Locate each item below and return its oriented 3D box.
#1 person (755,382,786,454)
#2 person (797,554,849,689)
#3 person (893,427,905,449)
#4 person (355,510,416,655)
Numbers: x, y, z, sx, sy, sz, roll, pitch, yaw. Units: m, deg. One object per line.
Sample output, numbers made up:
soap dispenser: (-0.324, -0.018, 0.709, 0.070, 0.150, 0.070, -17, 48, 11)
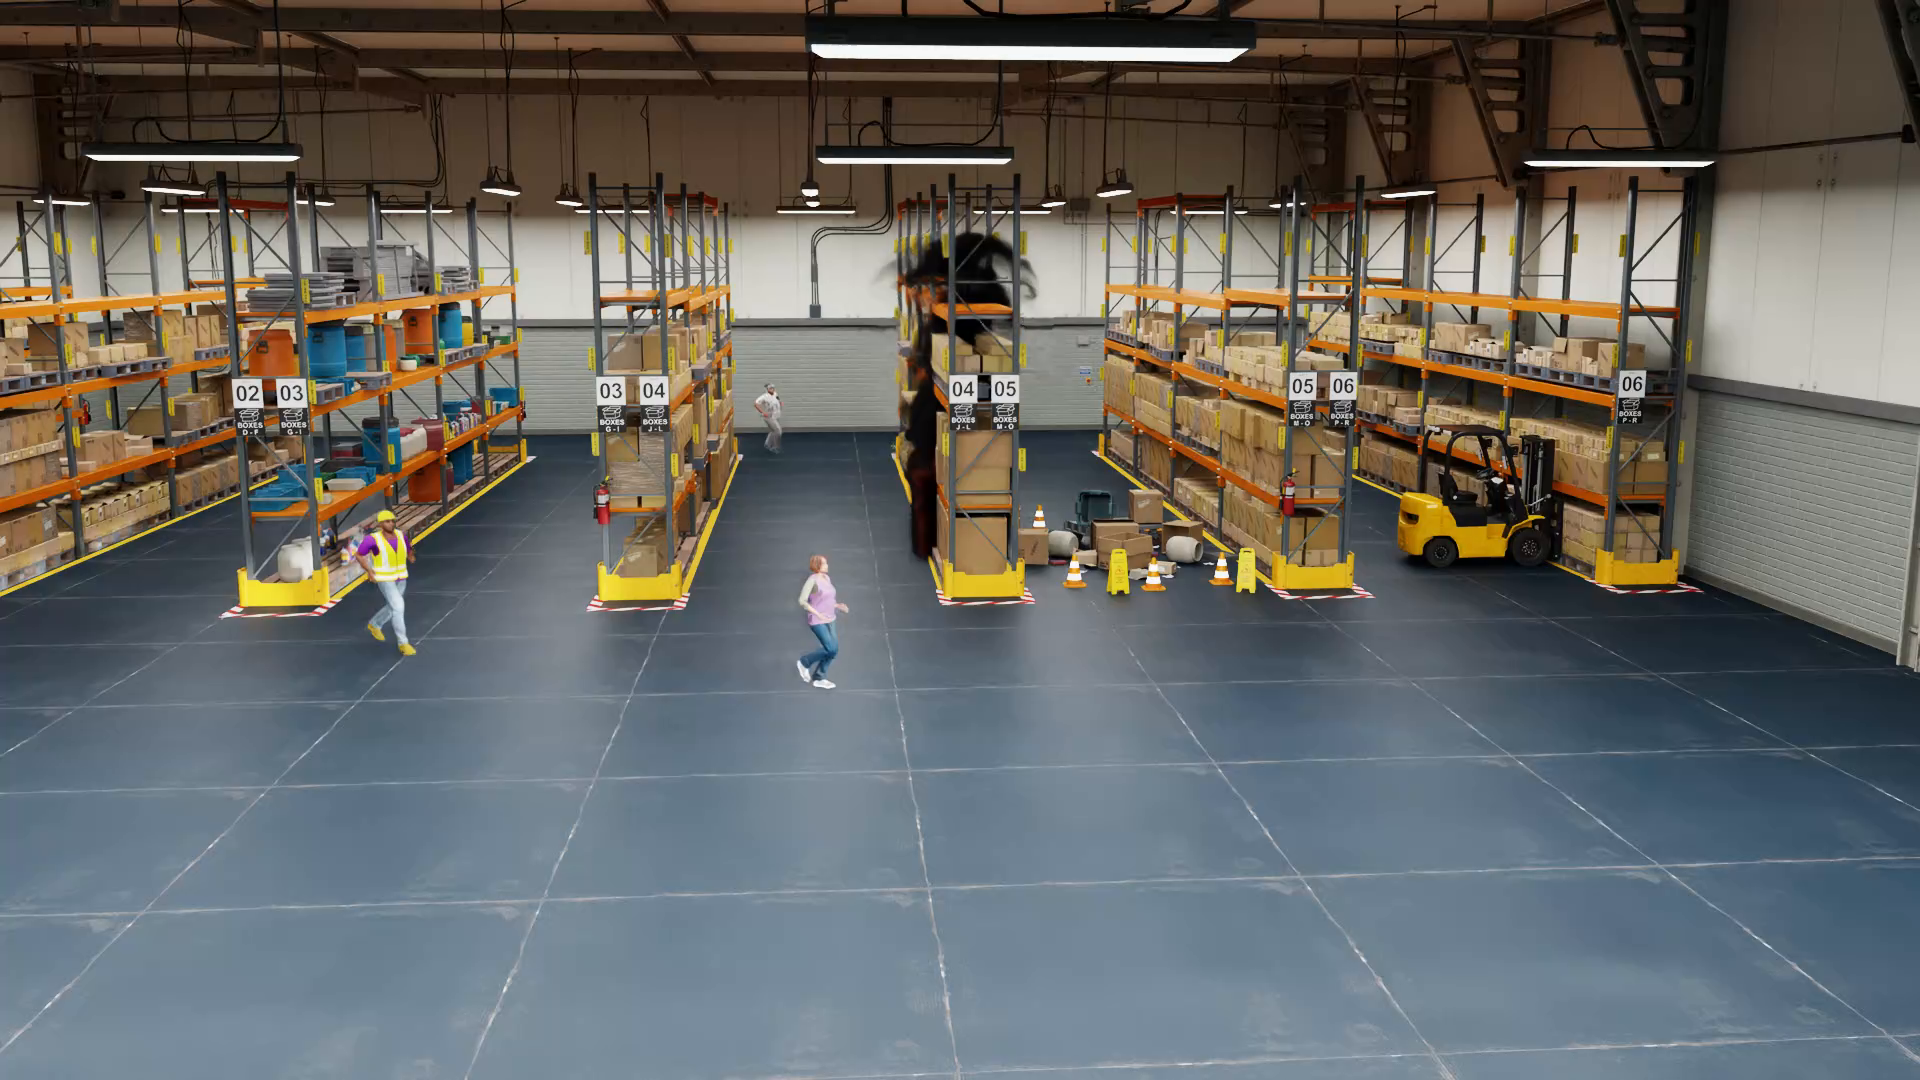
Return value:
person: (-4.597, -2.948, 40.475, 0.744, 1.812, 0.675, 5, 11, 24)
person: (-1.577, 0.931, 18.960, 0.557, 1.551, 0.535, 4, 11, 23)
person: (-1.361, -3.022, 41.142, 0.807, 1.620, 0.691, 2, 10, 12)
person: (-7.115, 0.499, 20.787, 0.914, 1.780, 0.682, 6, 12, 33)
